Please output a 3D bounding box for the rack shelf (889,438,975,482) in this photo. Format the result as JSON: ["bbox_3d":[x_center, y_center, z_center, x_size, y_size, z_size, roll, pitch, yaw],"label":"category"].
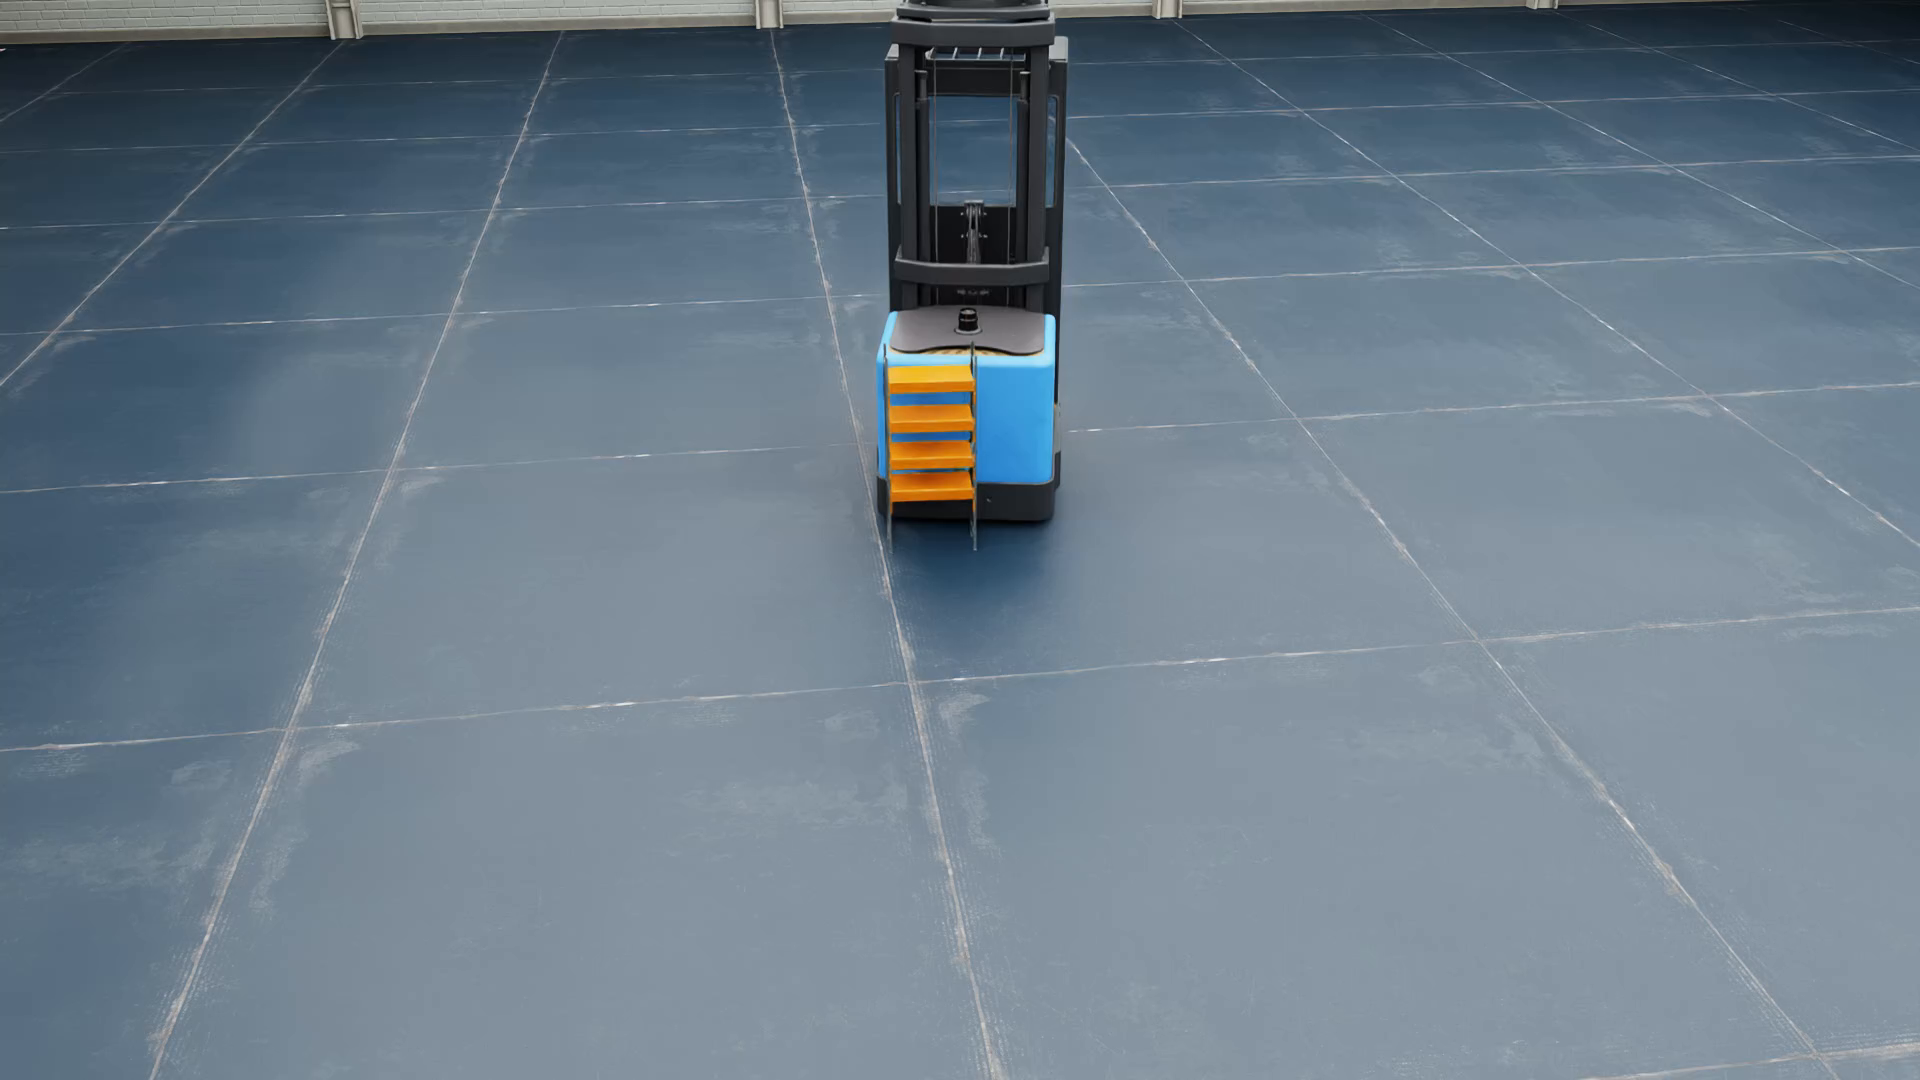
[{"bbox_3d":[-0.166,-0.456,9.472,0.480,0.148,0.258,-2,27,-4],"label":"rack shelf"}]

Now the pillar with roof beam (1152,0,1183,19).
[{"bbox_3d":[3.738,-10.001,19.384,0.400,9.000,9.100,-4,27,-7],"label":"pillar with roof beam"}]

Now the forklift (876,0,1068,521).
[{"bbox_3d":[0.111,-2.054,10.543,1.130,2.935,3.031,1,27,3],"label":"forklift"}]

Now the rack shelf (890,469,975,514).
[{"bbox_3d":[-0.166,-0.280,9.563,0.480,0.148,0.258,-2,27,-4],"label":"rack shelf"}]

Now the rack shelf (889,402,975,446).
[{"bbox_3d":[-0.166,-0.655,9.370,0.480,0.148,0.258,-2,27,-4],"label":"rack shelf"}]

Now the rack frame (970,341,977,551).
[{"bbox_3d":[0.077,-0.525,9.459,0.015,1.200,0.240,-2,27,-4],"label":"rack frame"}]

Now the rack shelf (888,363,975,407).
[{"bbox_3d":[-0.166,-0.866,9.262,0.480,0.148,0.258,-2,27,-4],"label":"rack shelf"}]

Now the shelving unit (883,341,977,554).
[{"bbox_3d":[-0.166,-0.516,9.442,0.503,1.200,0.258,-2,27,-4],"label":"shelving unit"}]

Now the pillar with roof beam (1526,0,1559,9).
[{"bbox_3d":[9.679,-10.383,20.128,0.400,9.000,9.100,-4,27,-7],"label":"pillar with roof beam"}]

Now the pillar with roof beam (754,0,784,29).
[{"bbox_3d":[-2.204,-9.619,18.640,0.400,9.000,9.100,-4,27,-7],"label":"pillar with roof beam"}]

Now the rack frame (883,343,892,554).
[{"bbox_3d":[-0.409,-0.507,9.424,0.015,1.200,0.240,-2,27,-4],"label":"rack frame"}]

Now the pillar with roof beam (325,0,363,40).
[{"bbox_3d":[-8.145,-9.238,17.896,0.400,9.000,9.100,-4,27,-7],"label":"pillar with roof beam"}]
